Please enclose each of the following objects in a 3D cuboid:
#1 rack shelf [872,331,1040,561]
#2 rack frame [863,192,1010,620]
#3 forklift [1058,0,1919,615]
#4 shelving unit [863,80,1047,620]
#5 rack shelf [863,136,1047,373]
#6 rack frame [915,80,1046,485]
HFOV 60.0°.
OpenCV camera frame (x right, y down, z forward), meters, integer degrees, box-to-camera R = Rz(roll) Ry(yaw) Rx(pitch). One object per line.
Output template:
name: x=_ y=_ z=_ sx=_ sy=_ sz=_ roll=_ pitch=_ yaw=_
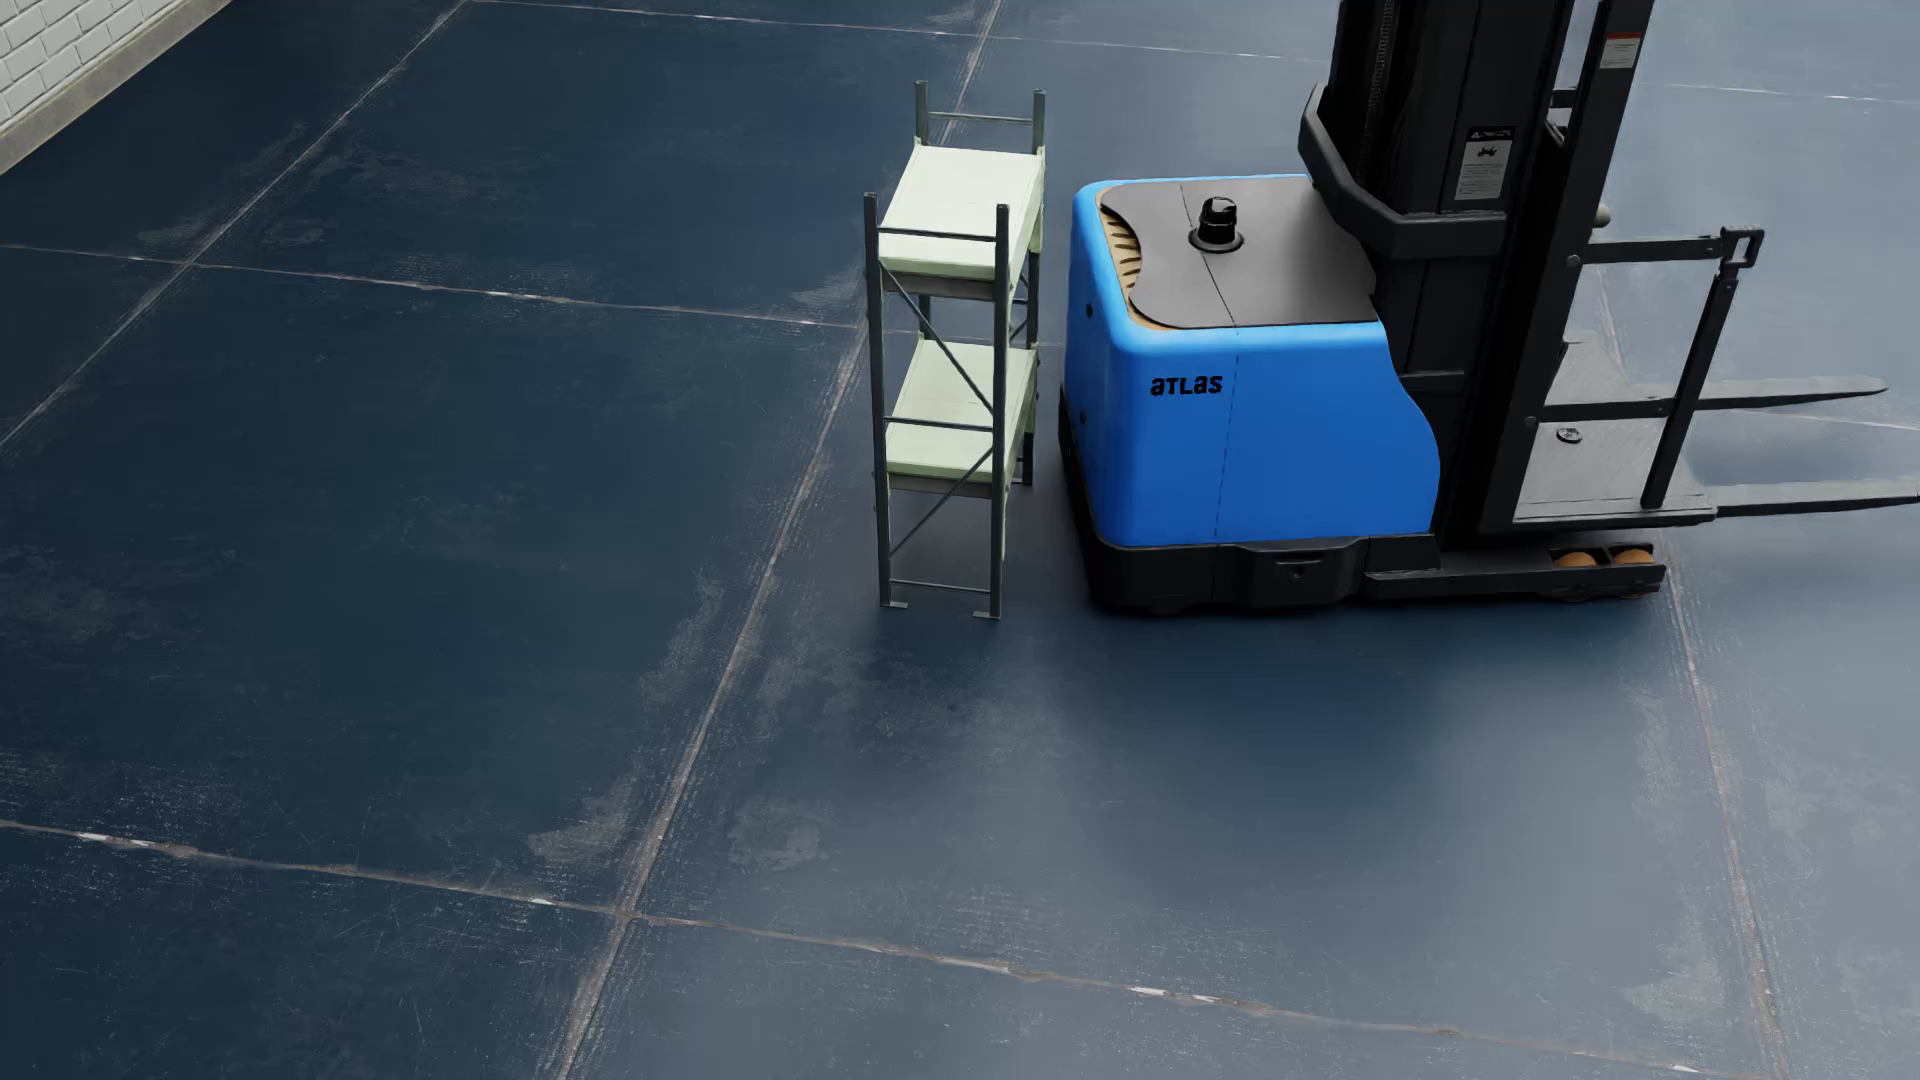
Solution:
rack shelf: x=-0.001 y=-0.323 z=5.475 sx=0.431 sy=0.370 sz=0.720 roll=6 pitch=40 yaw=8
rack frame: x=-0.064 y=-0.344 z=4.989 sx=0.400 sy=1.500 sz=0.023 roll=6 pitch=40 yaw=8
forklift: x=1.903 y=-1.261 z=4.975 sx=3.031 sy=2.935 sz=1.130 roll=-3 pitch=40 yaw=-3
shelving unit: x=-0.001 y=-0.574 z=5.267 sx=0.431 sy=1.500 sz=0.755 roll=6 pitch=40 yaw=8
rack shelf: x=-0.001 y=-0.875 z=5.018 sx=0.431 sy=0.370 sz=0.720 roll=6 pitch=40 yaw=8
rack frame: x=0.062 y=-0.804 z=5.545 sx=0.400 sy=1.500 sz=0.023 roll=6 pitch=40 yaw=8
